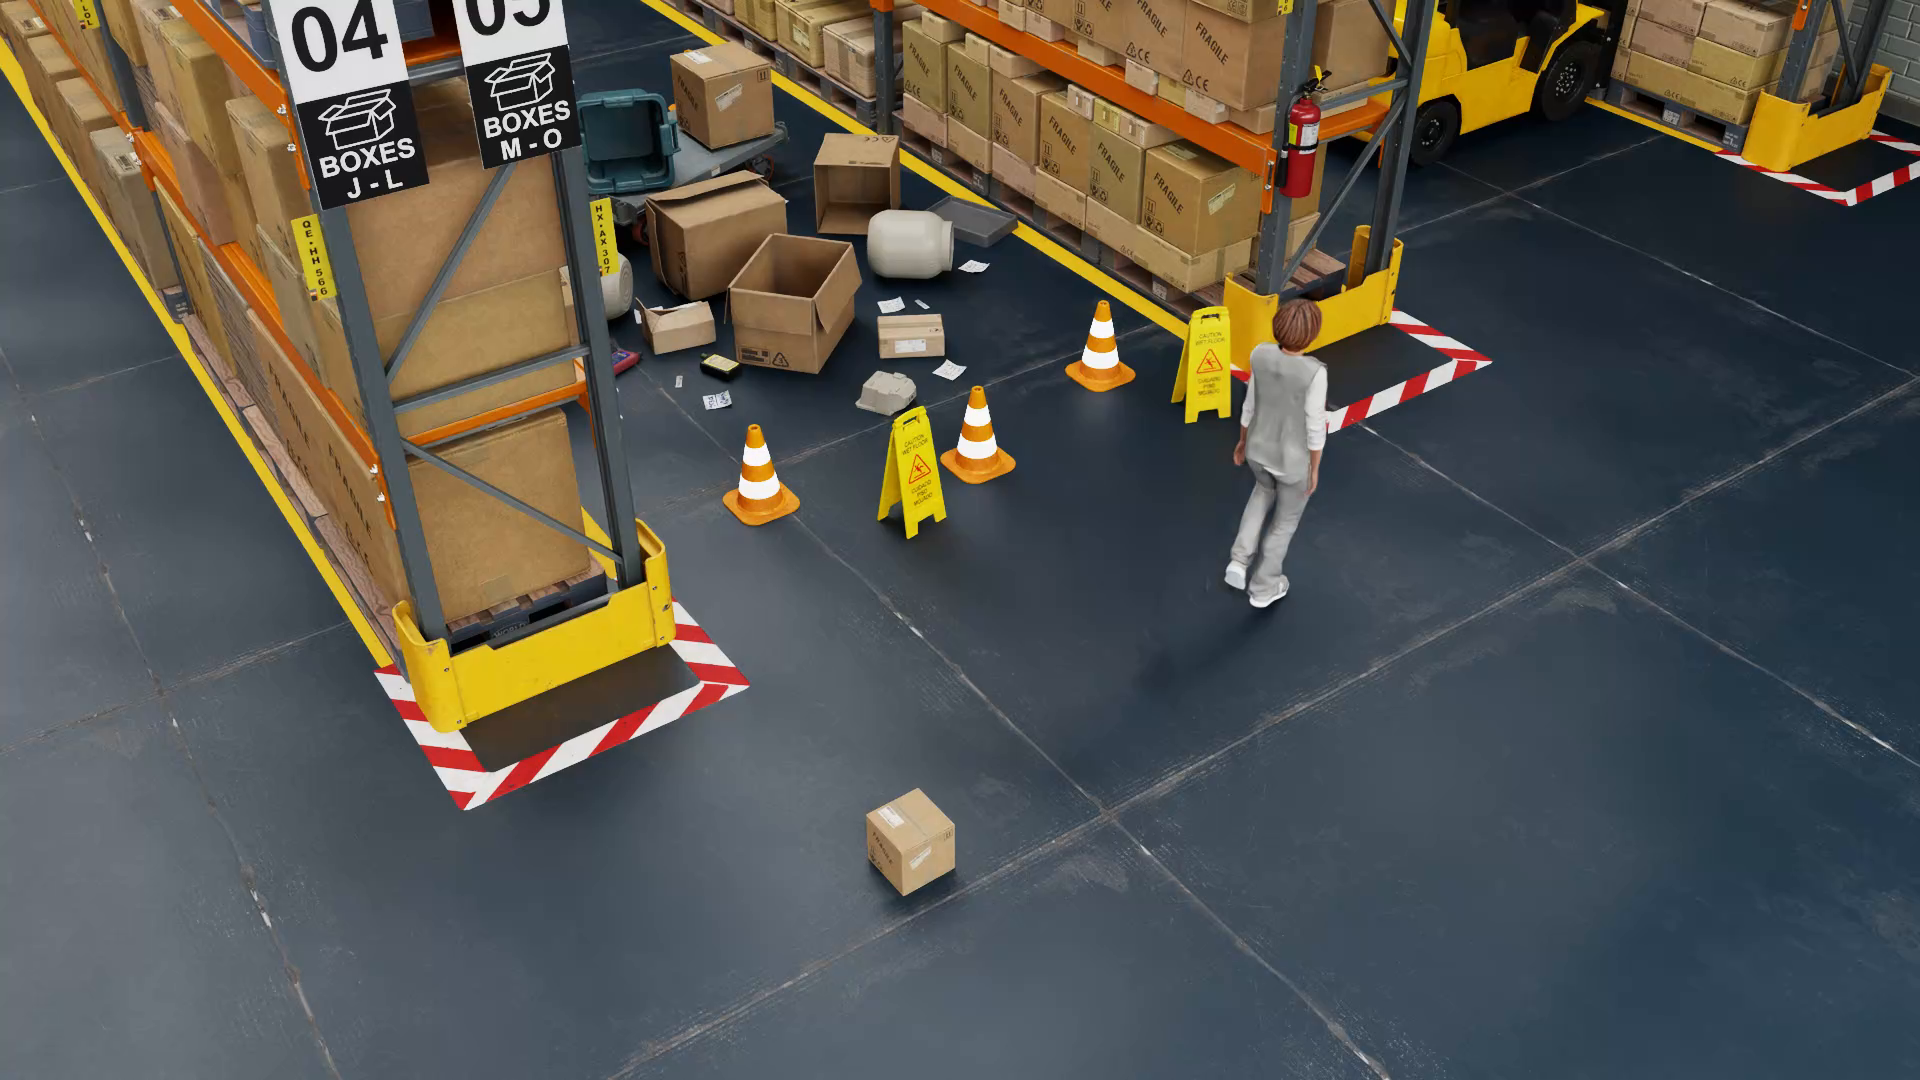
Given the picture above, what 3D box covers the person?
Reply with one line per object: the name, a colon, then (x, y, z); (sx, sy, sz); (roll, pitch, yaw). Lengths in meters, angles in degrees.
person: (1.442, -0.381, 7.468); (0.442, 1.596, 0.420); (29, 46, 33)
